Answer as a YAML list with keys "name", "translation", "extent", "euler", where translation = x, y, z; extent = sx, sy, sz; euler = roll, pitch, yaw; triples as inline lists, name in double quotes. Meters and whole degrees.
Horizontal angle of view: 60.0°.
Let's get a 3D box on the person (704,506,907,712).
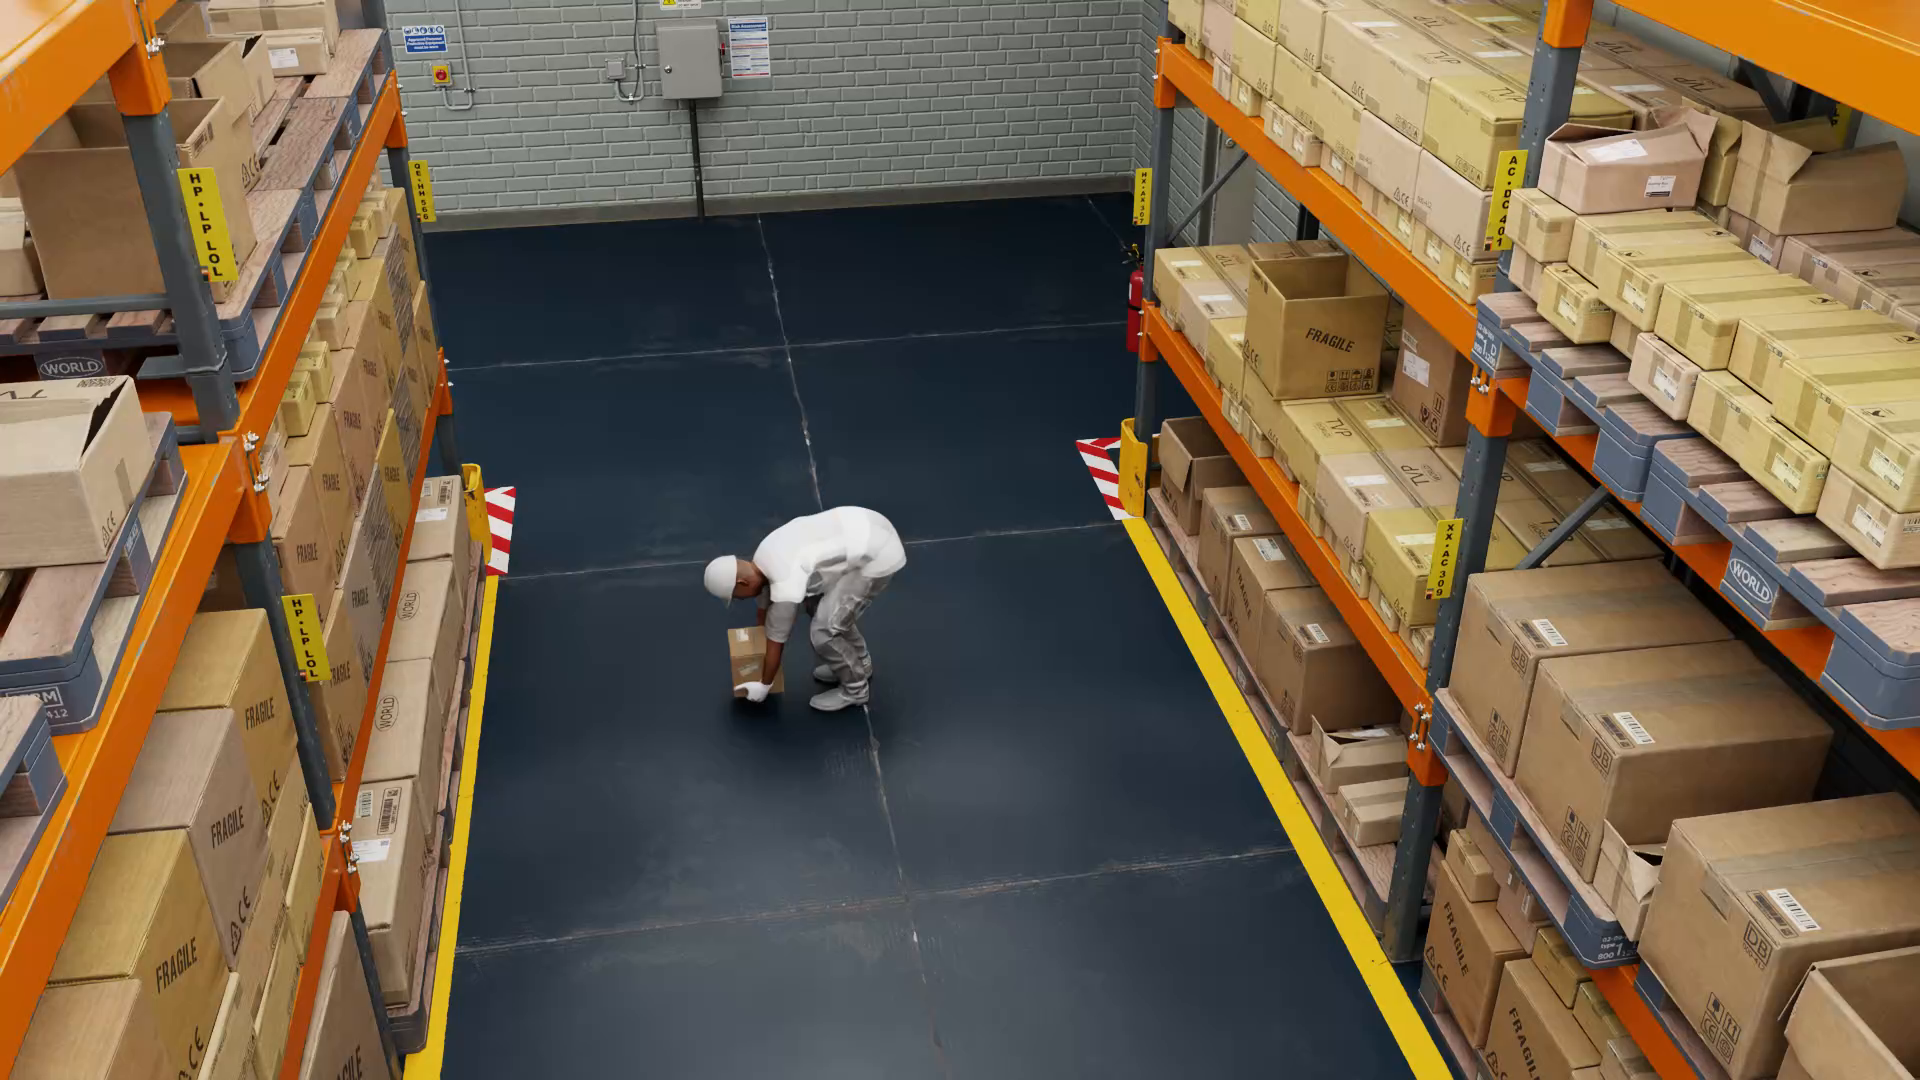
- name: "person"
  translation: [-0.760, 0.353, 8.259]
  extent: [0.985, 1.027, 0.519]
  euler: [-7, 31, -11]
